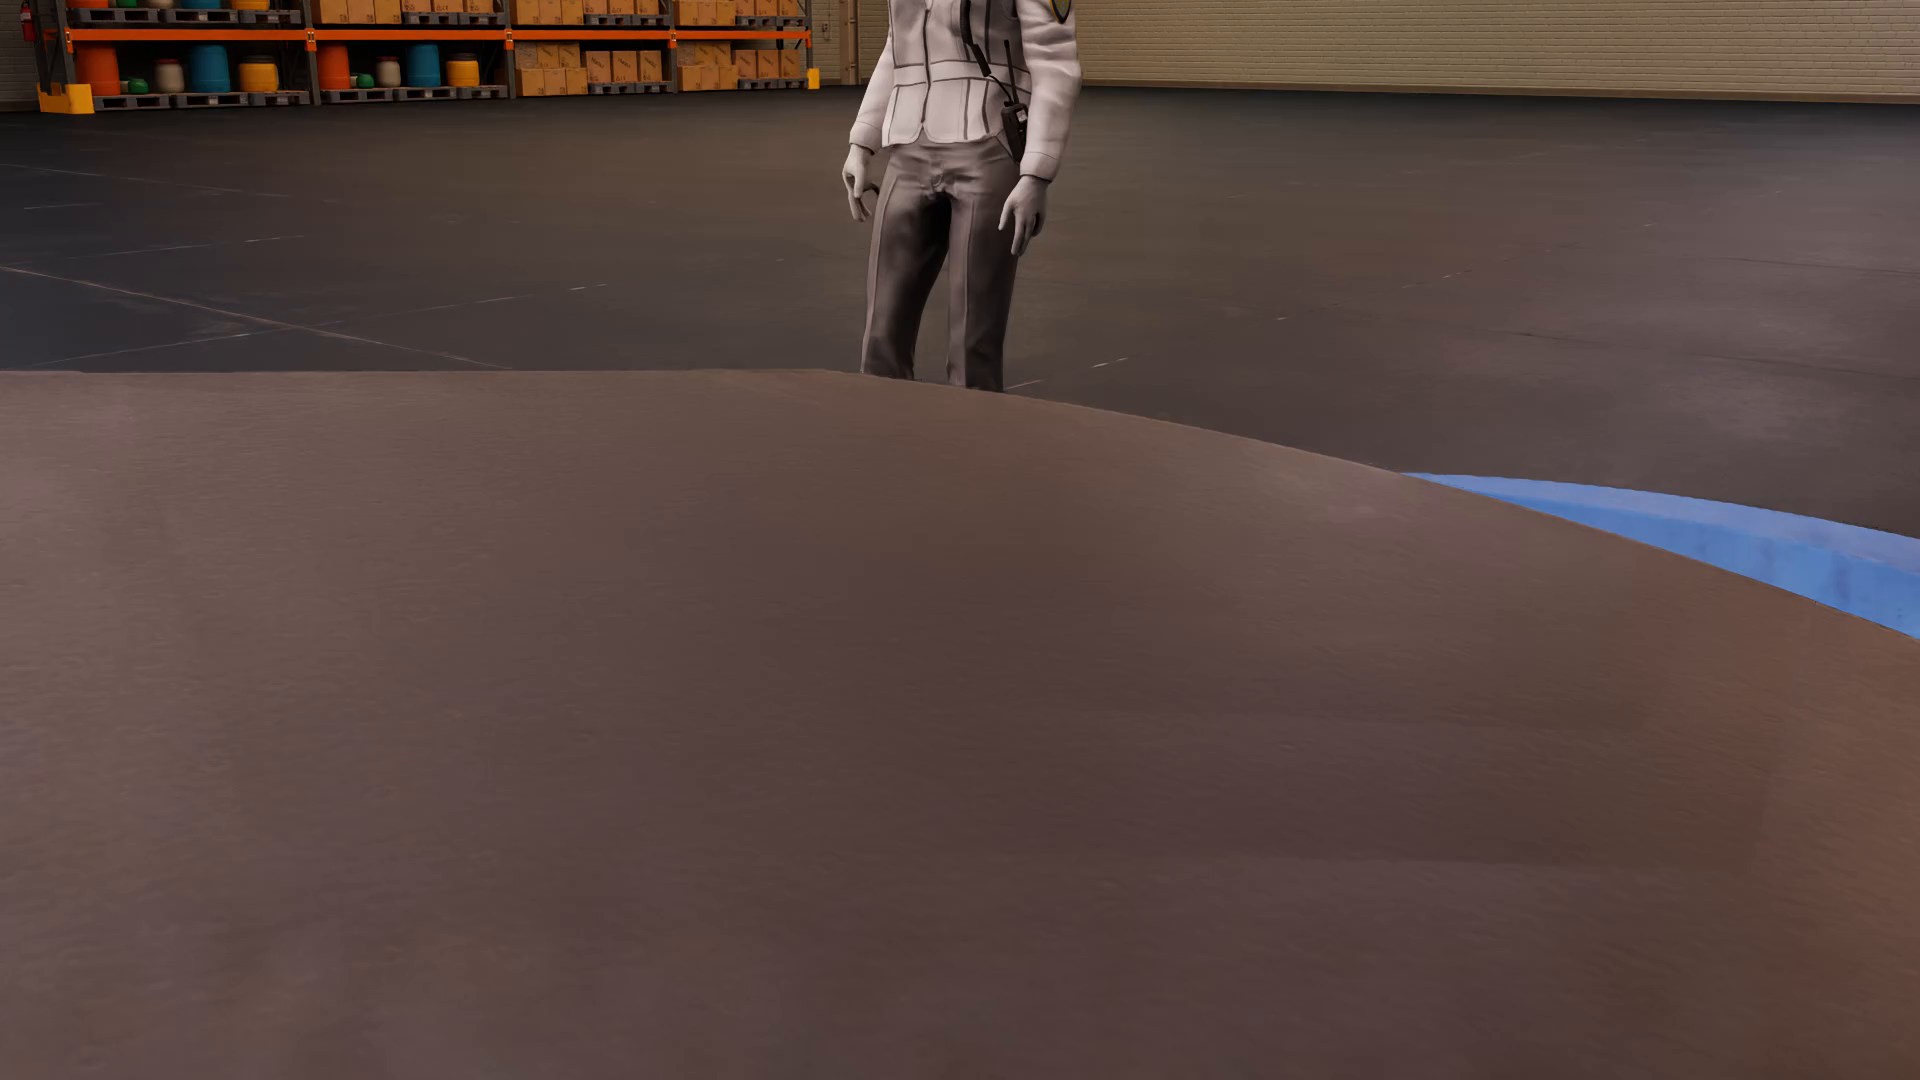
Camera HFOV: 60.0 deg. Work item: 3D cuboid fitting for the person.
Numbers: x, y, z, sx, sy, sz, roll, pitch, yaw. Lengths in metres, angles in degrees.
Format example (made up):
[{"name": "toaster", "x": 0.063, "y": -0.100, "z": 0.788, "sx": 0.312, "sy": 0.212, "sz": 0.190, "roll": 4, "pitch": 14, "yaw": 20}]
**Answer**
[{"name": "person", "x": -0.049, "y": -0.803, "z": 3.647, "sx": 0.587, "sy": 1.694, "sz": 0.530, "roll": 13, "pitch": 21, "yaw": 37}]
